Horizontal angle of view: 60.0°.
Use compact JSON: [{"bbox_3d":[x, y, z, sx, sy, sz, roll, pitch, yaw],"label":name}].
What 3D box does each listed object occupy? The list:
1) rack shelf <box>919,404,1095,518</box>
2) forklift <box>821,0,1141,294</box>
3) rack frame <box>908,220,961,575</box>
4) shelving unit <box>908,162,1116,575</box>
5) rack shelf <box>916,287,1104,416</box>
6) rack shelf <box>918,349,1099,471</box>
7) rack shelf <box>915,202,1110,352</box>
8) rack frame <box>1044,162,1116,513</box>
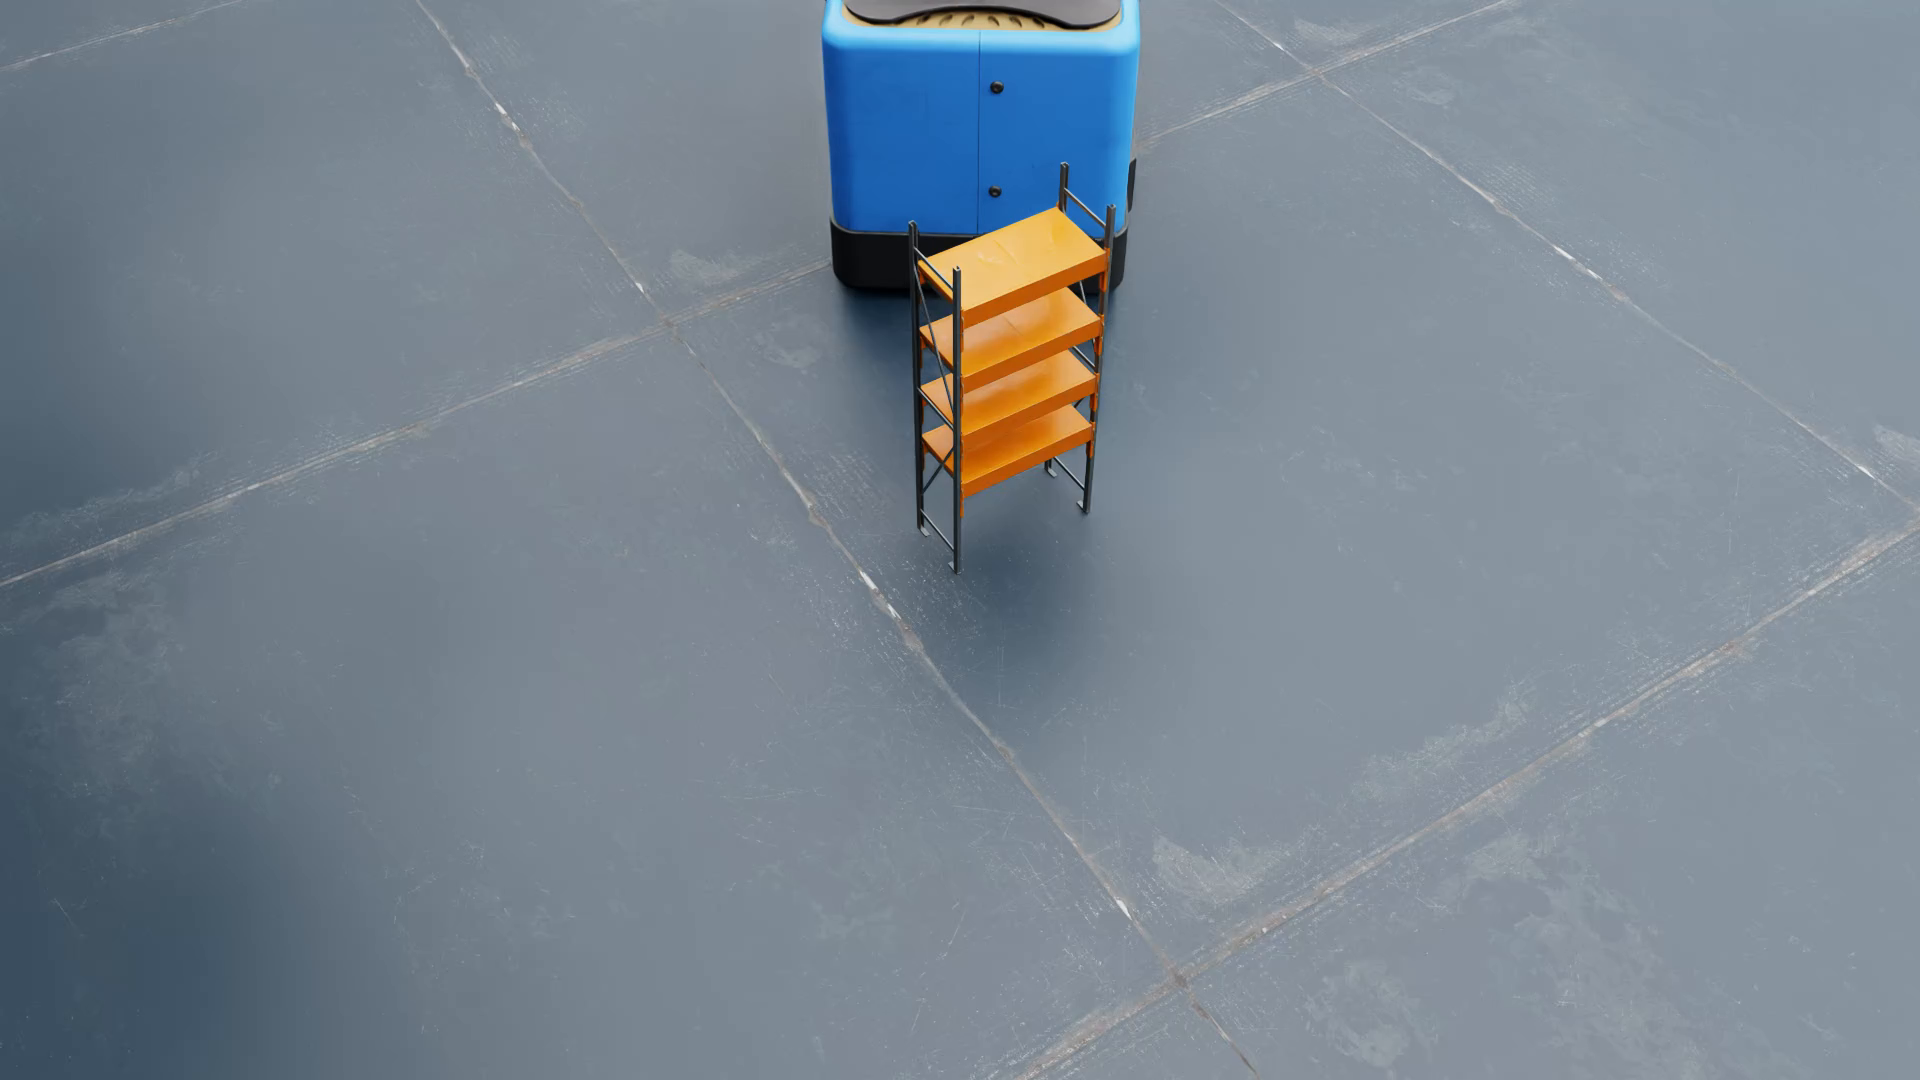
[{"bbox_3d":[0.140,-0.288,5.059,0.480,0.148,0.258,-25,53,-21],"label":"rack shelf"},{"bbox_3d":[0.130,-2.949,5.914,1.130,2.935,3.031,2,48,2],"label":"forklift"},{"bbox_3d":[-0.066,-0.368,4.774,0.015,1.200,0.240,-25,53,-21],"label":"rack frame"},{"bbox_3d":[0.140,-0.465,4.861,0.503,1.200,0.258,-25,53,-21],"label":"shelving unit"},{"bbox_3d":[0.140,-0.569,4.744,0.480,0.148,0.258,-25,53,-21],"label":"rack shelf"},{"bbox_3d":[0.140,-0.420,4.911,0.480,0.148,0.258,-25,53,-21],"label":"rack shelf"},{"bbox_3d":[0.140,-0.726,4.567,0.480,0.148,0.258,-25,53,-21],"label":"rack shelf"},{"bbox_3d":[0.346,-0.562,4.947,0.015,1.200,0.240,-25,53,-21],"label":"rack frame"}]
